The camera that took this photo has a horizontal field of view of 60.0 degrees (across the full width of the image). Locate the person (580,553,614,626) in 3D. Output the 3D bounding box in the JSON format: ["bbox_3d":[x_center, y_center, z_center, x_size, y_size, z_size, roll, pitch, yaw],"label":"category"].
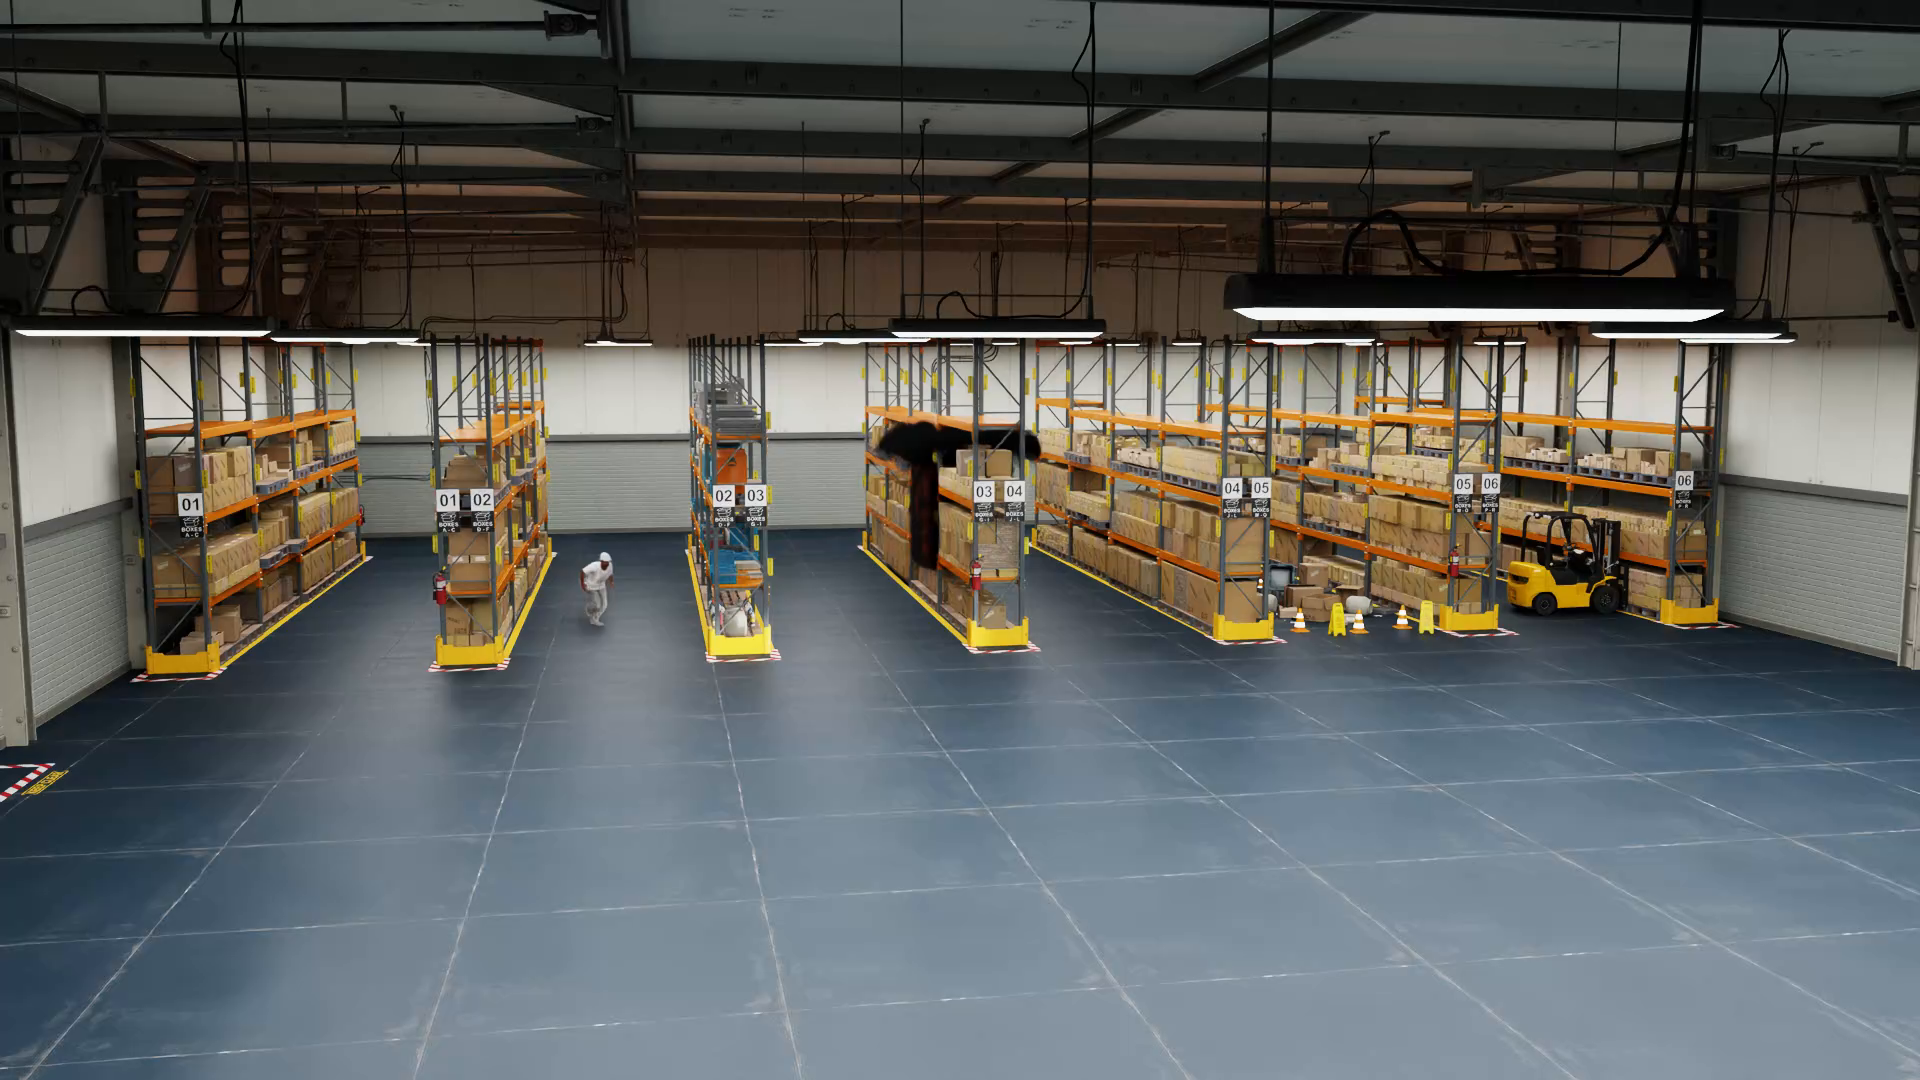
[{"bbox_3d":[-7.528,1.016,34.418,0.729,1.563,0.932,-6,9,-43],"label":"person"}]

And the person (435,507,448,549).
[{"bbox_3d":[-14.449,-0.536,46.831,0.805,1.846,0.642,-2,7,-14],"label":"person"}]
